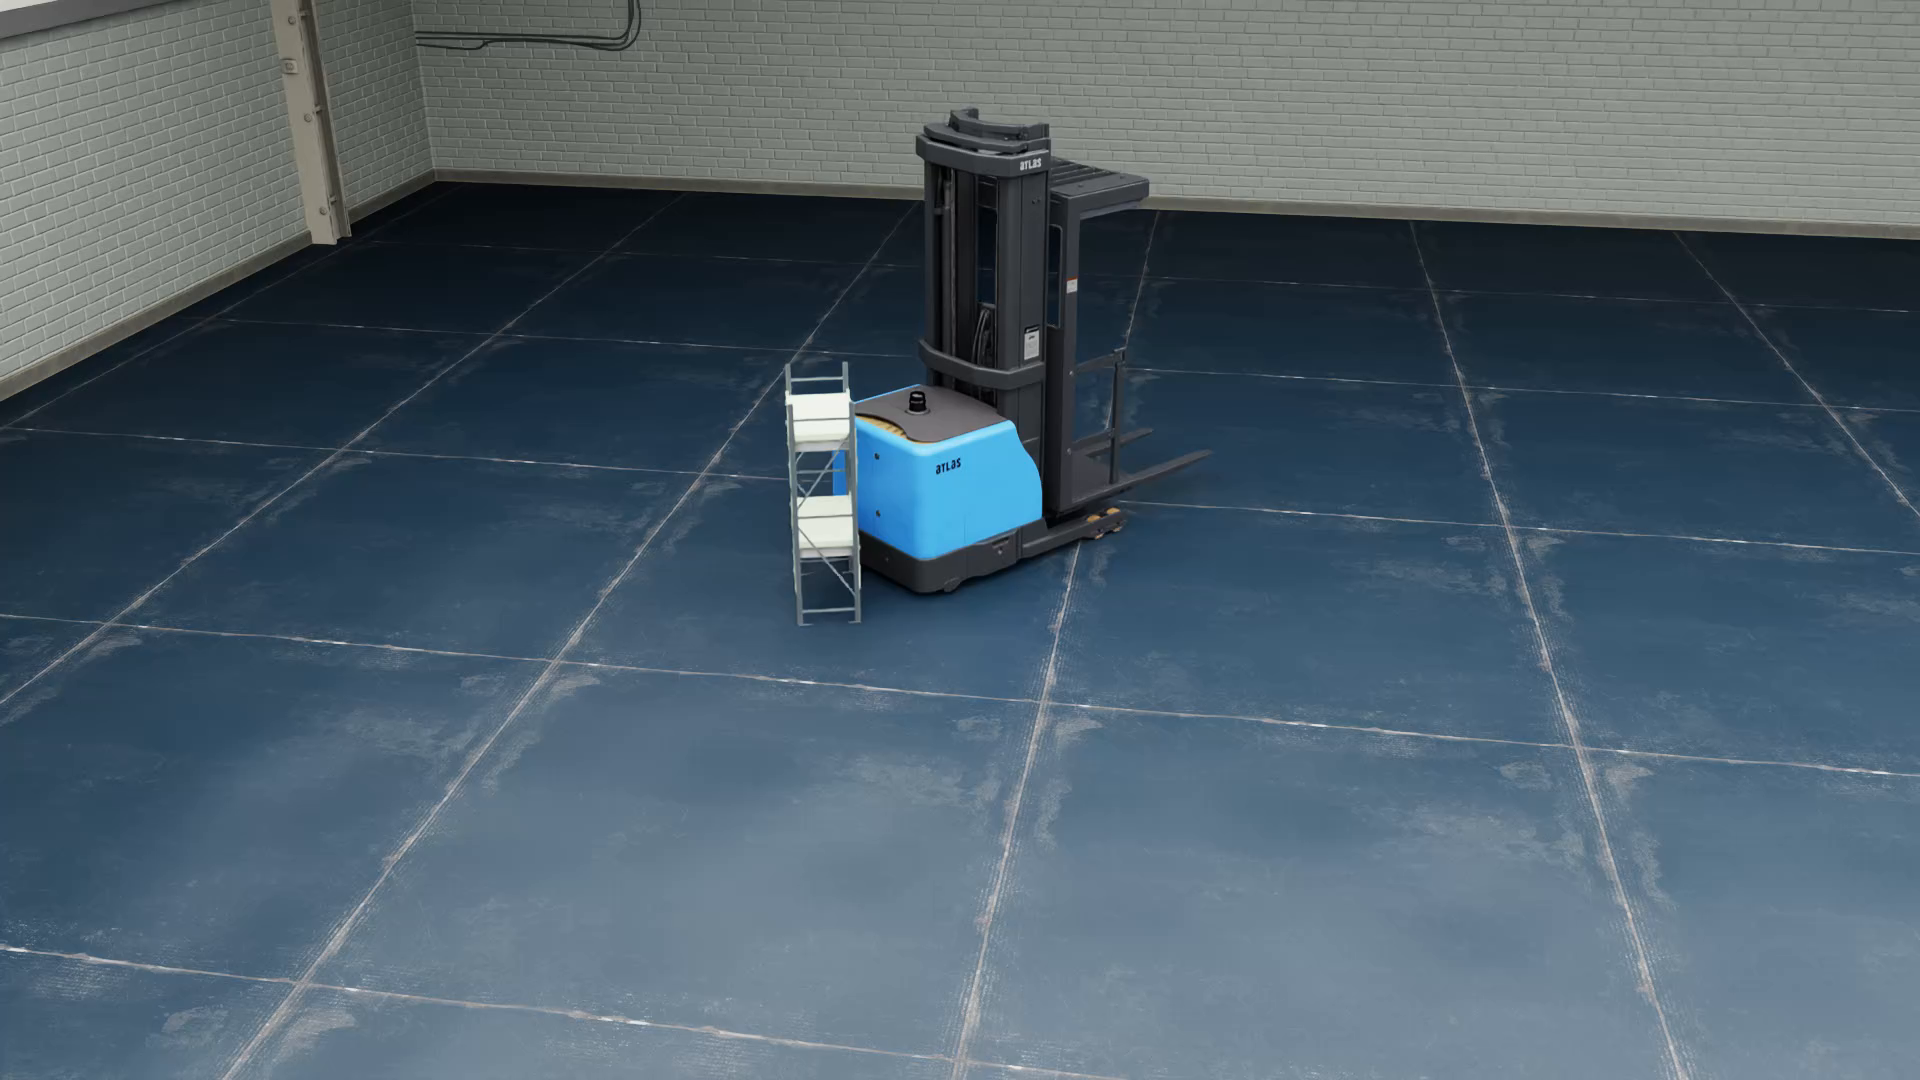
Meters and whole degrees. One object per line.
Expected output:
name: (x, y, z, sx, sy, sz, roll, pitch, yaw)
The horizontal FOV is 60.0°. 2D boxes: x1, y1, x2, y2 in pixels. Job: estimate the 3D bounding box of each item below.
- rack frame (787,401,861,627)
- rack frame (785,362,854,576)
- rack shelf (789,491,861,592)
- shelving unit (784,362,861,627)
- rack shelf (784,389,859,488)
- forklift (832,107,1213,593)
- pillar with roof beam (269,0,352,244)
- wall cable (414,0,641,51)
rack frame: (-0.833, -0.140, 10.279, 0.400, 1.500, 0.023, -3, 25, -6)
rack frame: (-0.918, -0.448, 10.938, 0.400, 1.500, 0.023, -3, 25, -6)
rack shelf: (-0.875, 0.001, 10.747, 0.431, 0.370, 0.720, -3, 25, -6)
shelving unit: (-0.875, -0.294, 10.609, 0.431, 1.500, 0.755, -3, 25, -6)
rack shelf: (-0.875, -0.647, 10.443, 0.431, 0.370, 0.720, -3, 25, -6)
forklift: (0.566, -1.485, 11.465, 3.031, 2.935, 1.130, -20, 32, -36)
pillar with roof beam: (-2.993, -7.238, 16.597, 9.100, 9.000, 0.400, 4, 25, 9)
wall cable: (-5.455, -7.270, 20.329, 3.097, 2.526, 0.112, 4, 25, 9)
